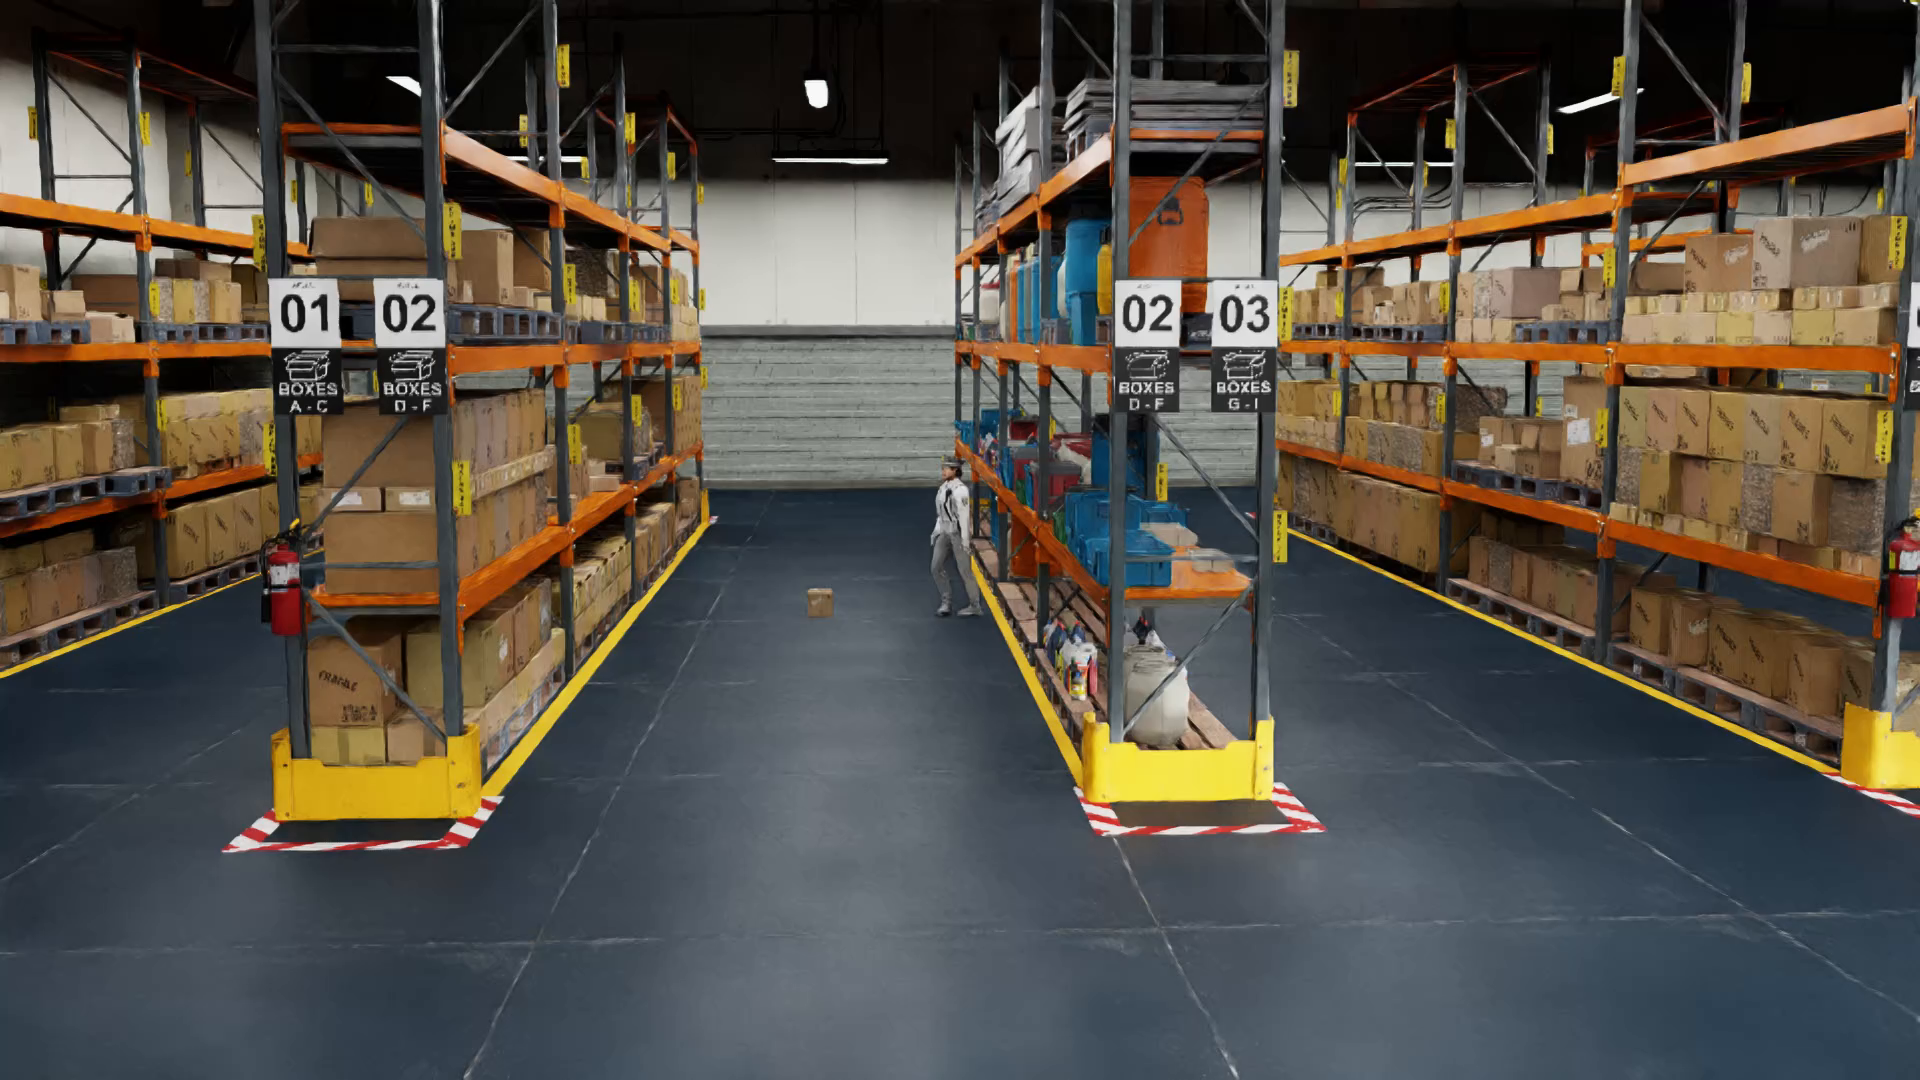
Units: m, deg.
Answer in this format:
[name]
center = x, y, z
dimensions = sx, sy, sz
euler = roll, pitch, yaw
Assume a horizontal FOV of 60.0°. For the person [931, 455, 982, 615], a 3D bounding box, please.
[person]
center = -0.048, -0.057, 17.186
dimensions = 0.494, 1.659, 0.489
euler = -4, 8, -29
